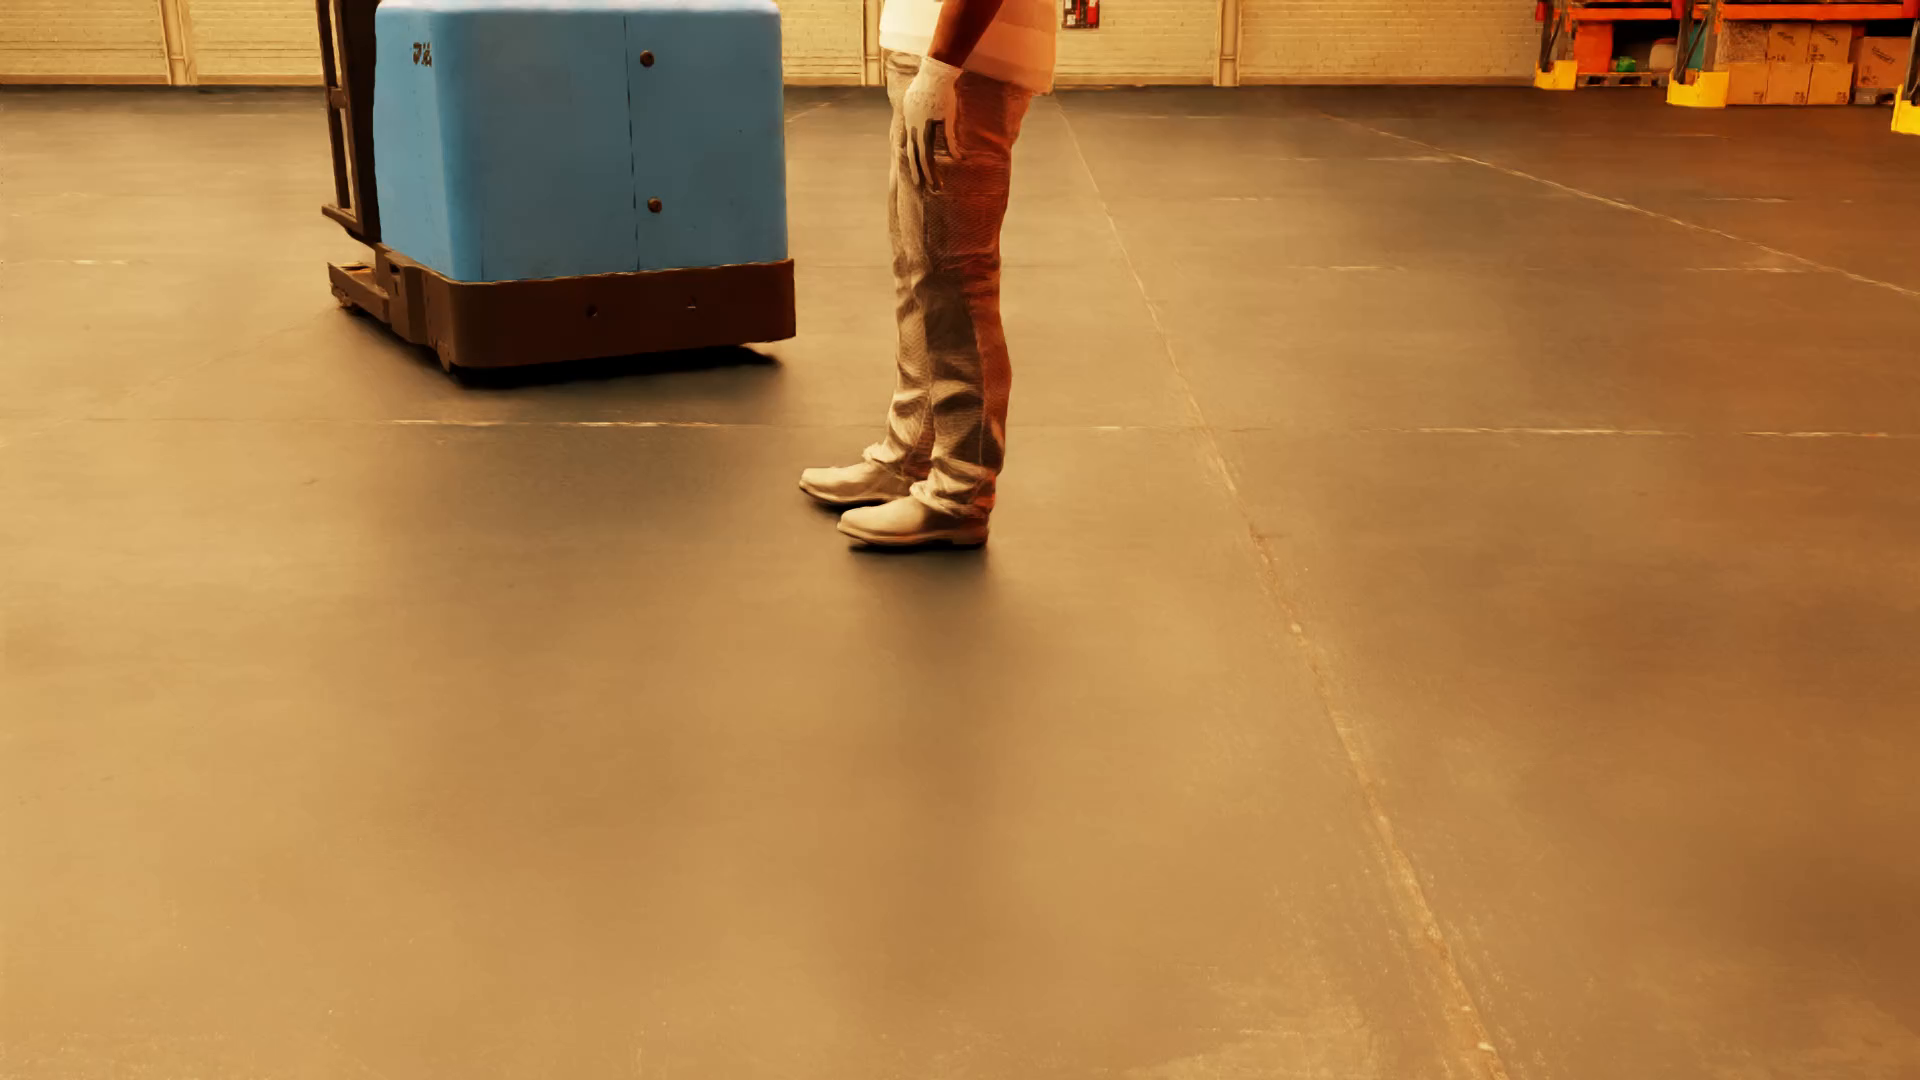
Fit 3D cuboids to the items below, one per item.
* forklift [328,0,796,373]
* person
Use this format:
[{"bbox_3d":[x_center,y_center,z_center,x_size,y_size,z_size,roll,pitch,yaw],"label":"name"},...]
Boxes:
[{"bbox_3d":[-1.681,-2.271,5.742,1.130,2.935,3.031,-10,20,-28],"label":"forklift"},{"bbox_3d":[-0.072,-0.805,3.132,0.576,1.665,0.655,1,17,2],"label":"person"}]
